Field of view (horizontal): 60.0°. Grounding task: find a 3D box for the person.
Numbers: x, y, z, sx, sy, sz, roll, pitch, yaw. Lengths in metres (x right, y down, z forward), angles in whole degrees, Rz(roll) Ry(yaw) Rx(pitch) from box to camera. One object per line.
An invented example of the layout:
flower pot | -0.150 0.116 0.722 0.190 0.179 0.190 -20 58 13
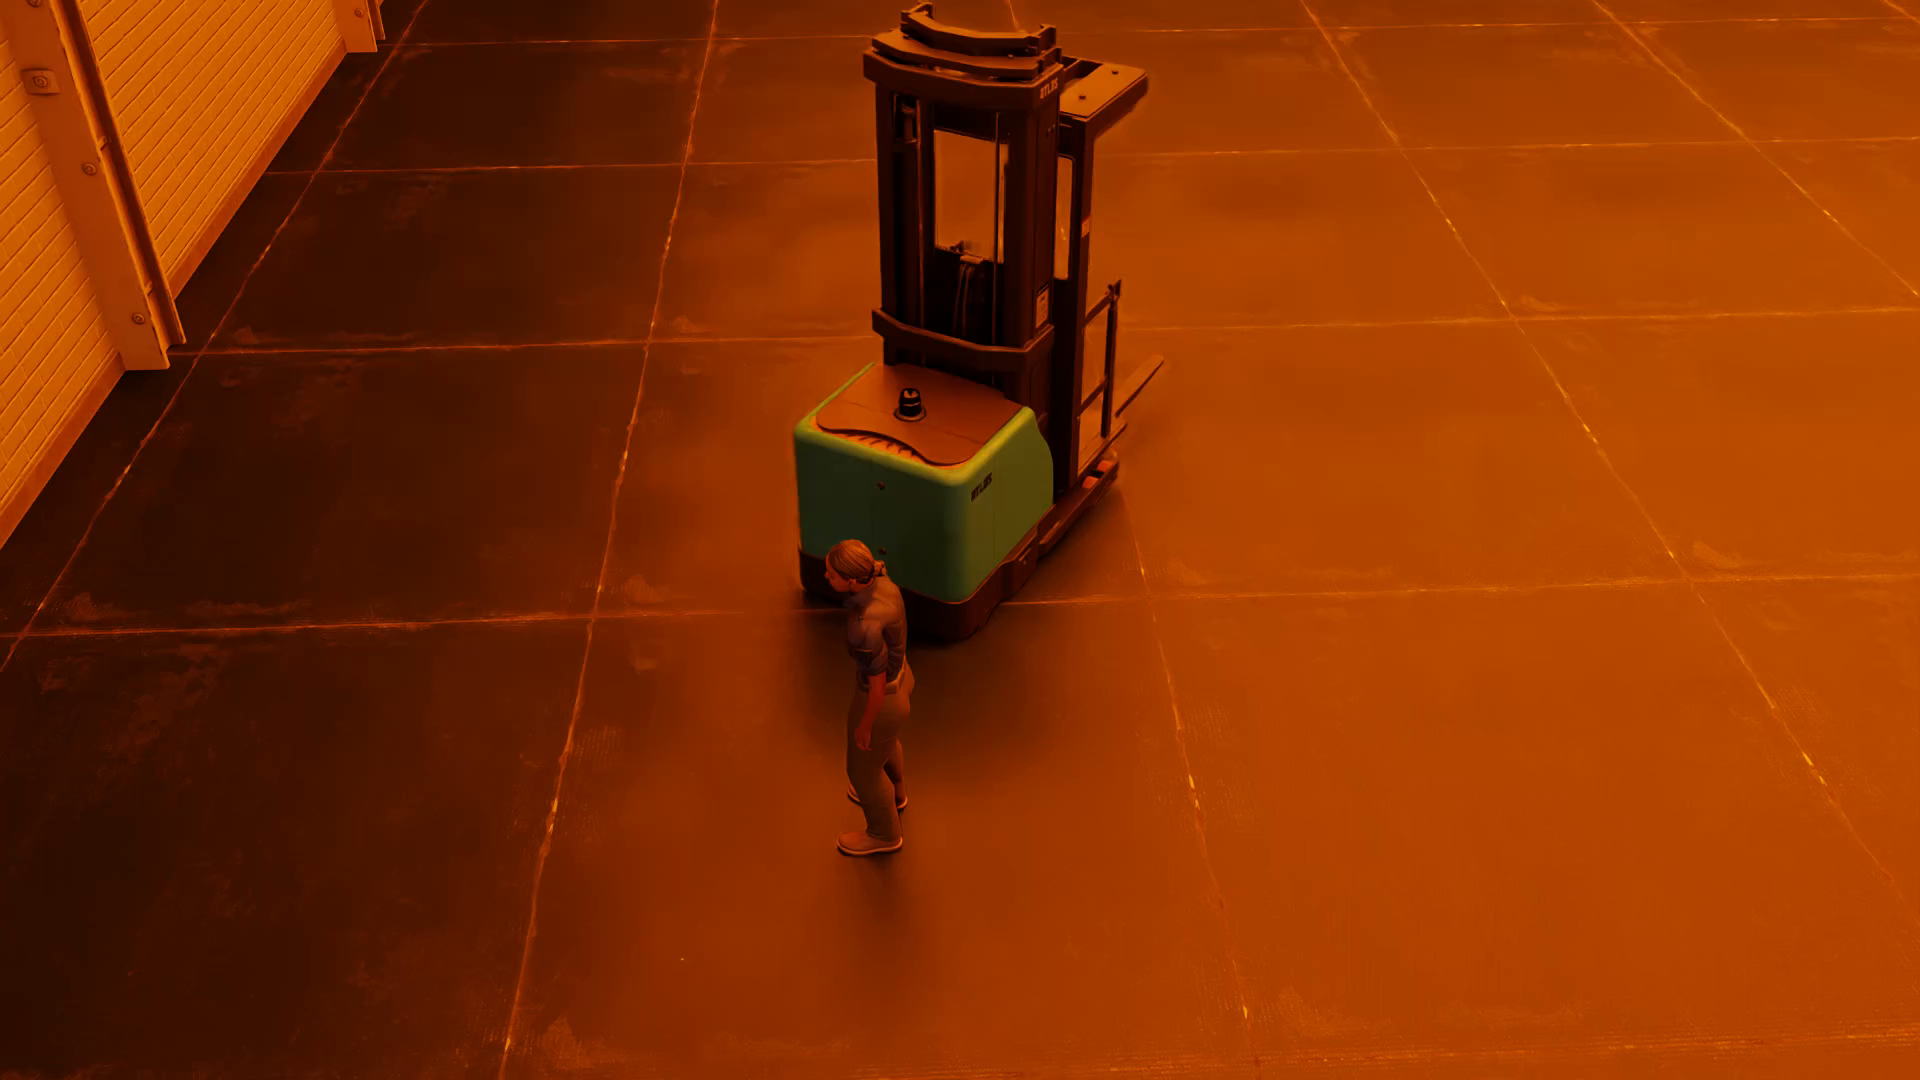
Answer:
person | -0.376 0.659 7.186 0.349 1.653 0.522 3 36 4

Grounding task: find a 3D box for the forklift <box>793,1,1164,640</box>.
forklift | 0.289 -1.512 9.079 1.130 2.935 3.031 18 40 23
